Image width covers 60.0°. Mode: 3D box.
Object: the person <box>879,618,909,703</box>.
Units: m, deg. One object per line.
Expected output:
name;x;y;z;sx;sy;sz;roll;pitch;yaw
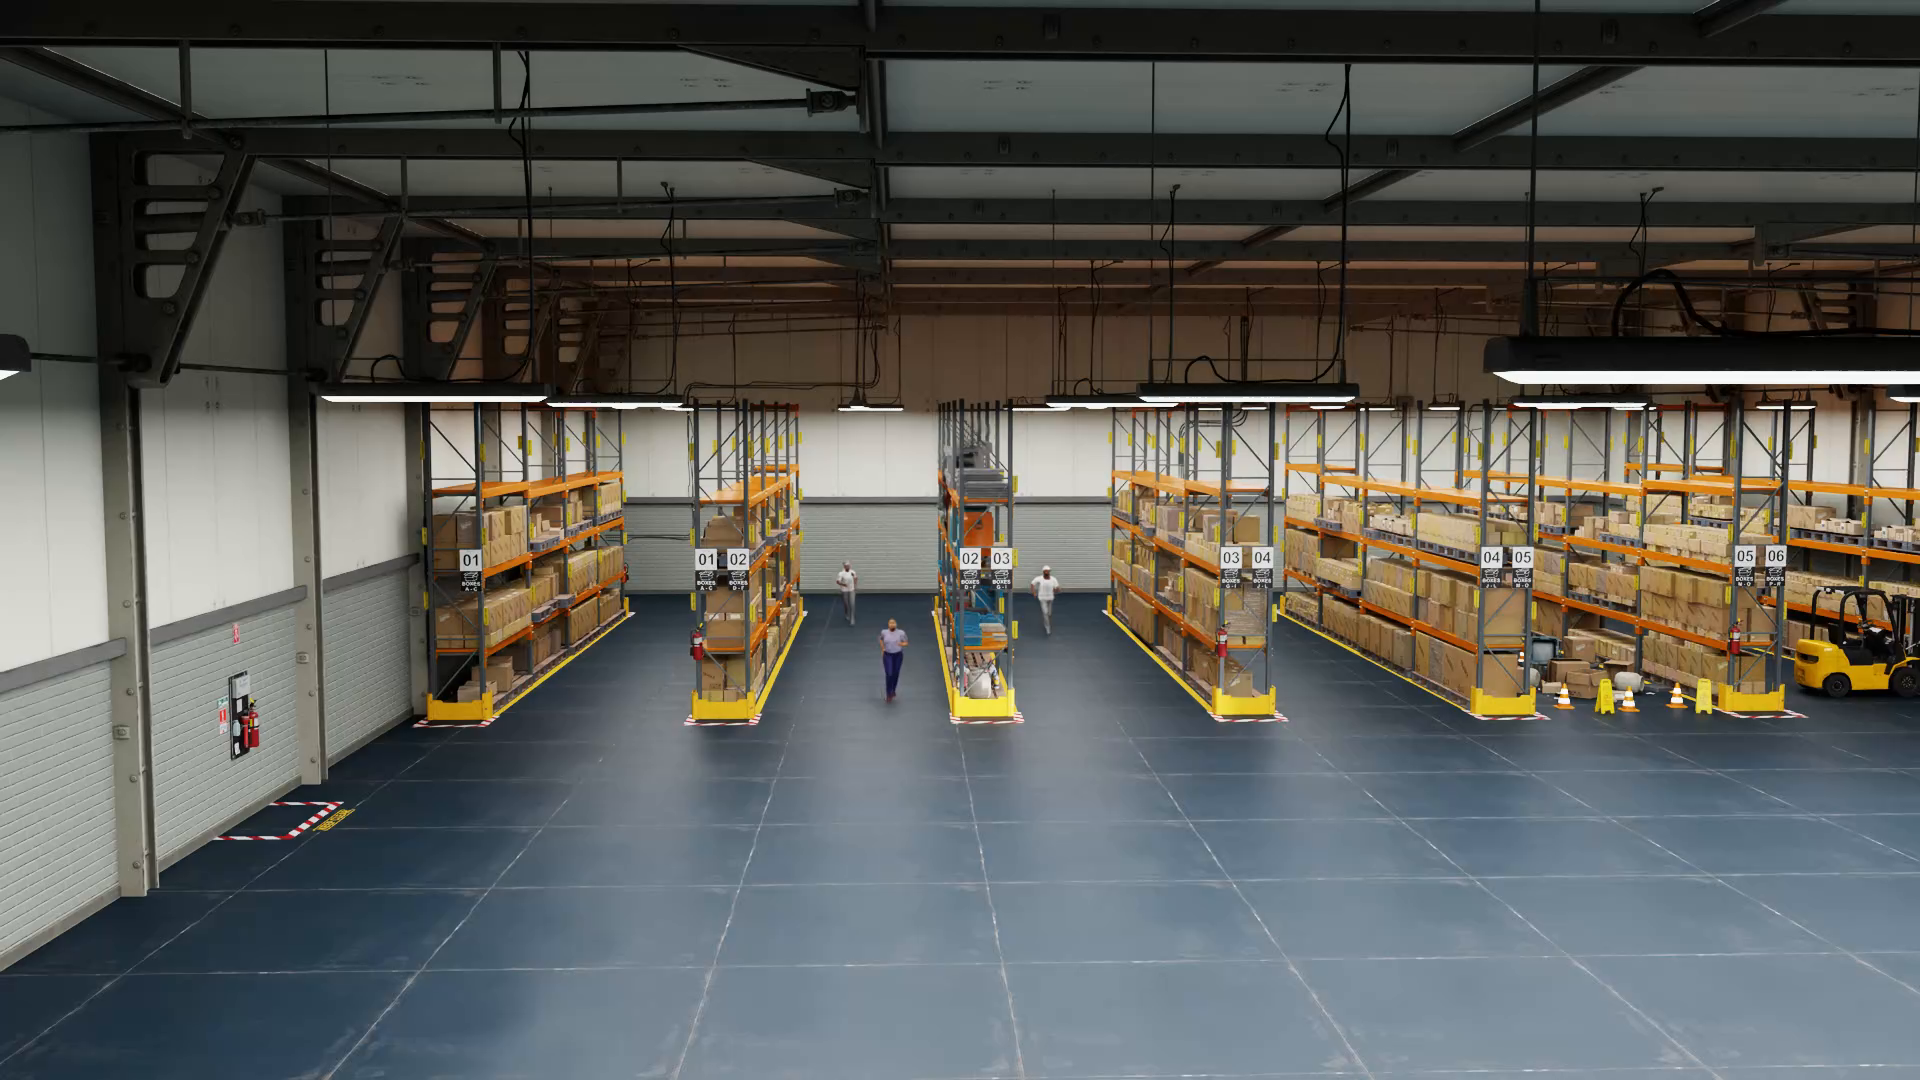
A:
person;-1.321;2.400;33.229;0.574;1.719;0.754;-1;4;-8

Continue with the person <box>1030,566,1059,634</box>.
person;2.253;1.541;43.317;0.727;1.736;0.968;-1;4;-14

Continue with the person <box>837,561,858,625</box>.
person;-3.077;1.419;45.464;0.601;1.729;0.899;-1;4;-14

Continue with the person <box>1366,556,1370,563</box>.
person;11.430;1.295;46.876;0.643;1.723;0.575;-1;5;-16
